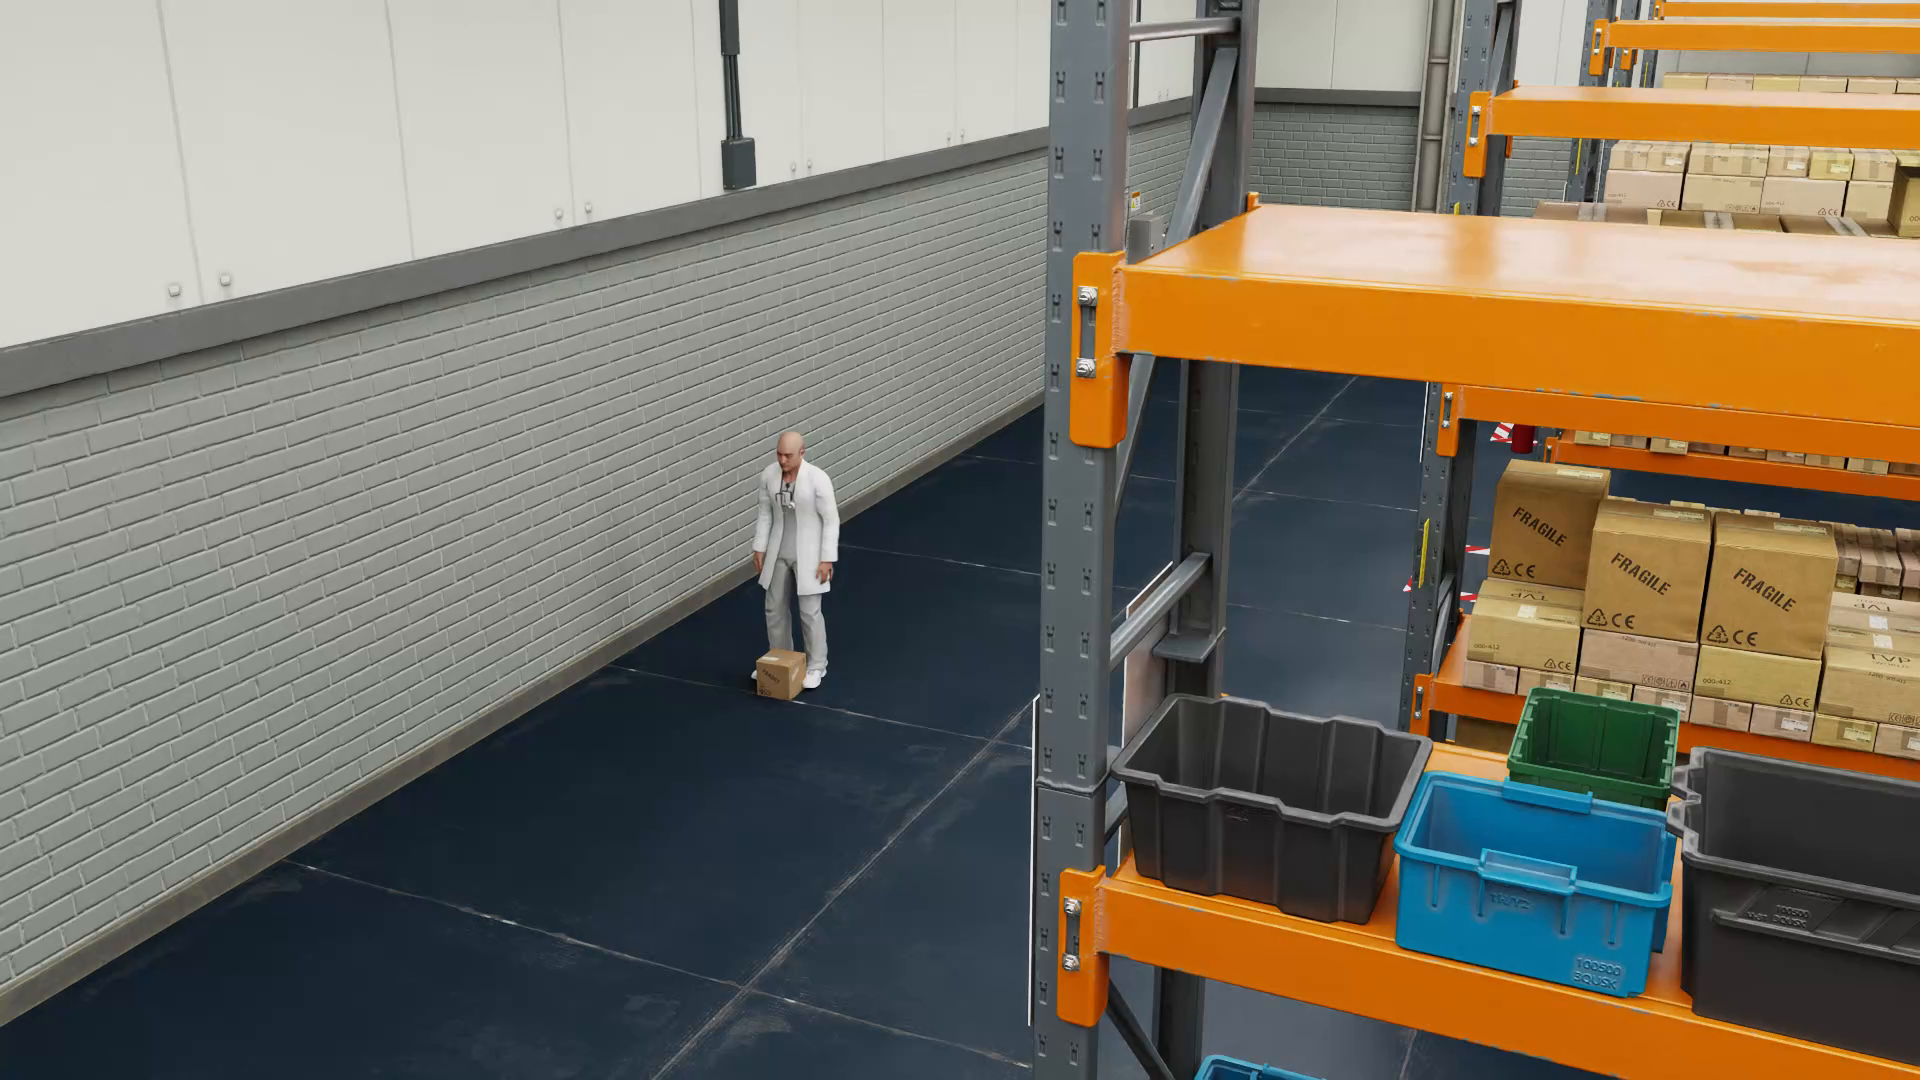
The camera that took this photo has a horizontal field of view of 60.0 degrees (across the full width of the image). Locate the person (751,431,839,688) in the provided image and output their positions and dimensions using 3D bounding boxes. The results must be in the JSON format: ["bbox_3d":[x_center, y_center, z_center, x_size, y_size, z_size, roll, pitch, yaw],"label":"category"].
[{"bbox_3d":[-1.114,0.114,11.250,0.642,1.774,0.421,8,20,23],"label":"person"}]
